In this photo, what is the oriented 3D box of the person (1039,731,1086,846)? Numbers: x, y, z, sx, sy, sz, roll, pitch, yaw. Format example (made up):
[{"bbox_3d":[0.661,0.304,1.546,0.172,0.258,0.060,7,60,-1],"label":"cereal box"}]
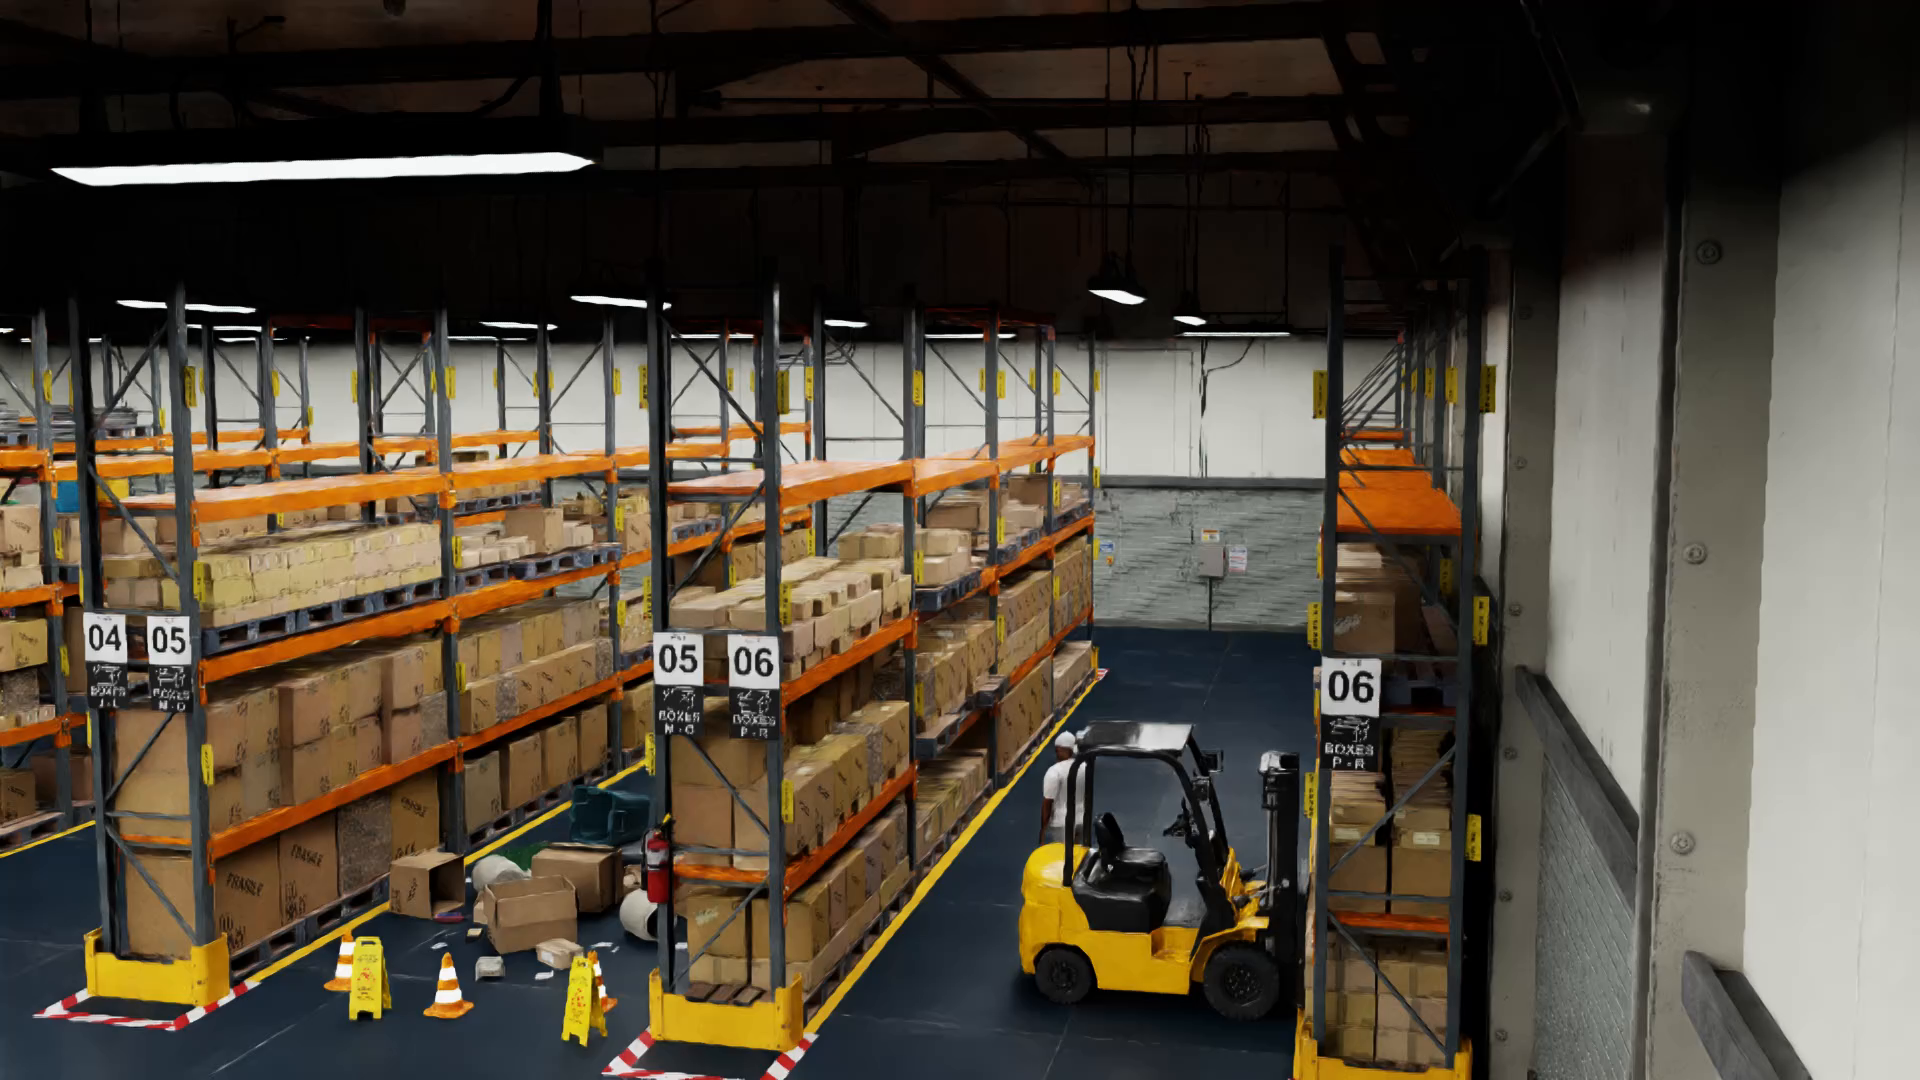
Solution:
[{"bbox_3d":[0.987,2.678,15.787,0.577,1.763,0.673,6,8,43],"label":"person"}]
